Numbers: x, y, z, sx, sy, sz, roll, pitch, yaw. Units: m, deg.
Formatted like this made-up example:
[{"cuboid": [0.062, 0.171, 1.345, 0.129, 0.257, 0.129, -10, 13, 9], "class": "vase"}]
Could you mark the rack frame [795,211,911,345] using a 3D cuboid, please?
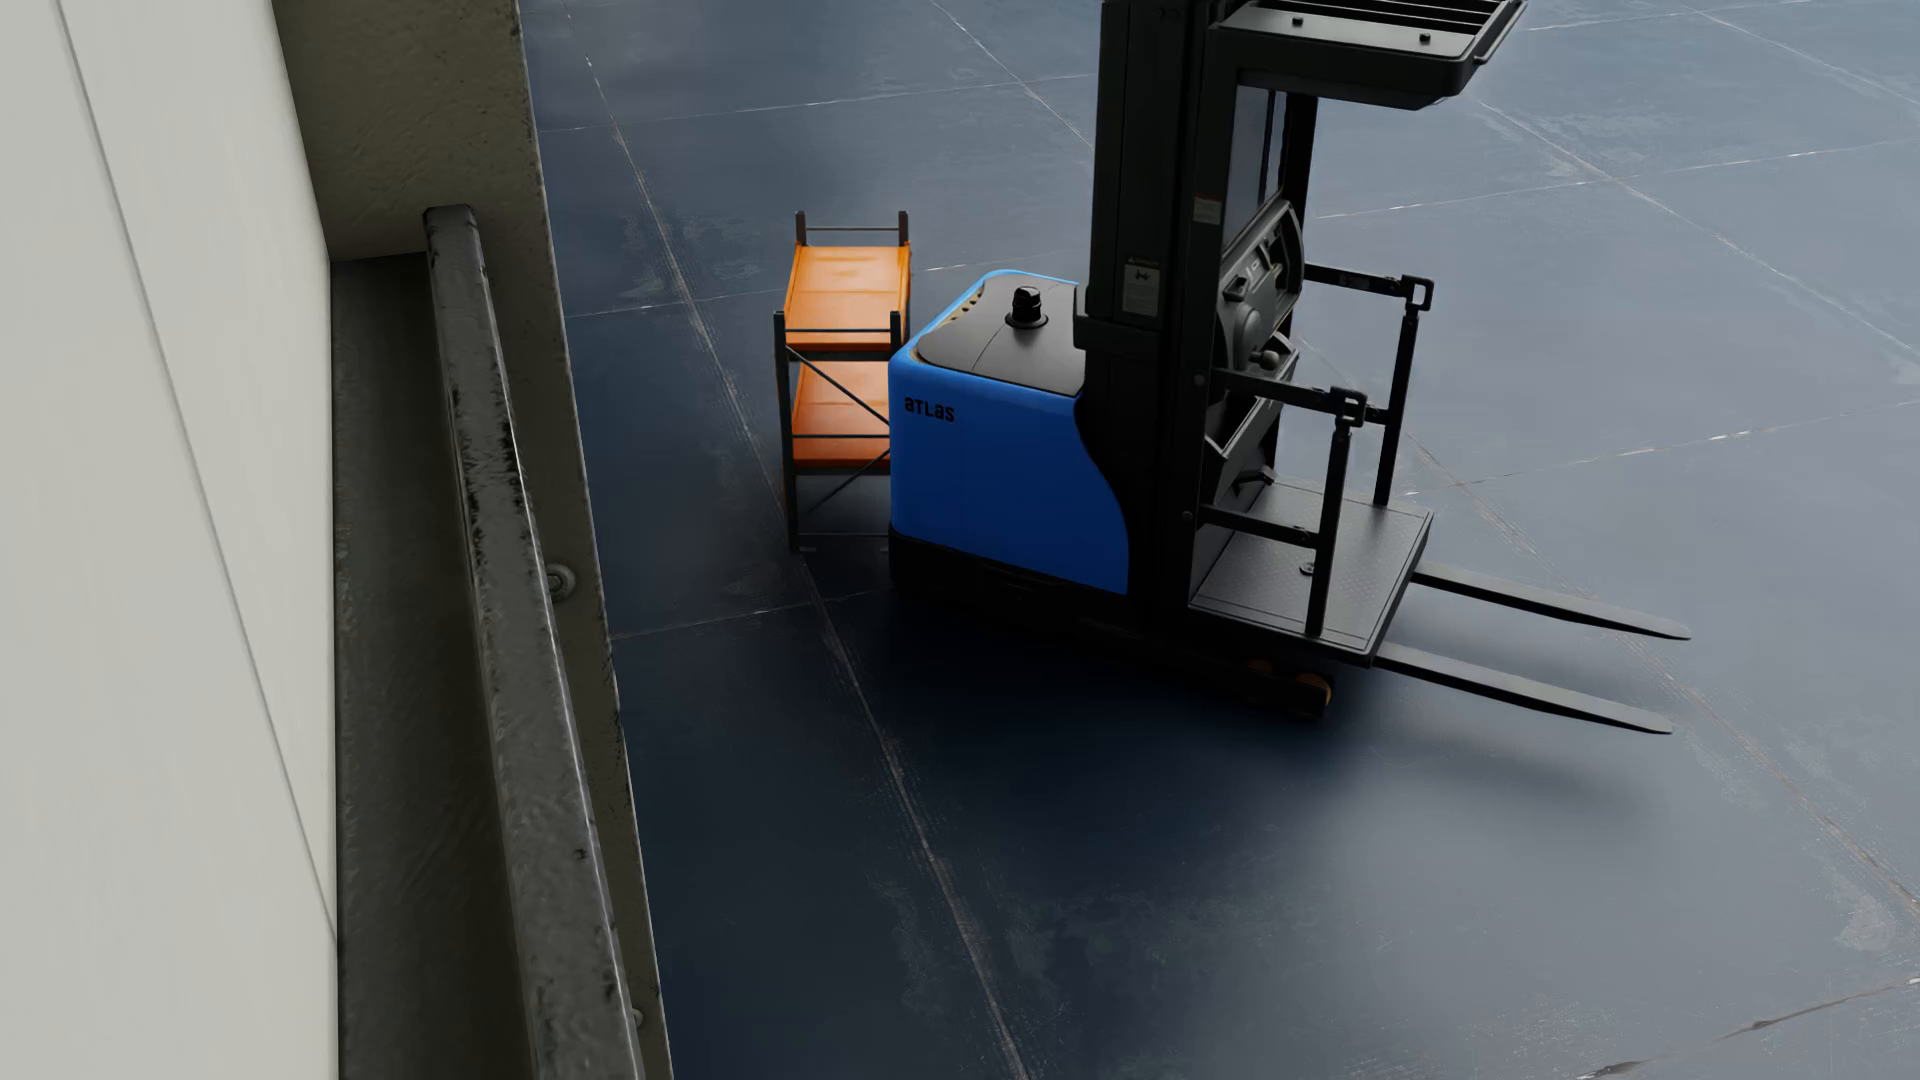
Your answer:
[{"cuboid": [-0.480, -0.984, 7.682, 0.500, 1.125, 0.032, 0, 33, 0], "class": "rack frame"}]

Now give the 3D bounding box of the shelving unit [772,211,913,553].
[{"cuboid": [-0.481, -0.704, 7.258, 0.538, 1.125, 1.048, 0, 33, 0], "class": "shelving unit"}]

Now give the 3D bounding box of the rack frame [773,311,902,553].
[{"cuboid": [-0.482, -0.424, 6.834, 0.500, 1.125, 0.032, 0, 33, 0], "class": "rack frame"}]

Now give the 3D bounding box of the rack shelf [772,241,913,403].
[{"cuboid": [-0.481, -0.948, 7.096, 0.538, 0.278, 1.000, 0, 33, 0], "class": "rack shelf"}]

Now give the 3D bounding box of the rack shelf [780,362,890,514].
[{"cuboid": [-0.481, -0.500, 7.393, 0.538, 0.278, 1.000, 0, 33, 0], "class": "rack shelf"}]

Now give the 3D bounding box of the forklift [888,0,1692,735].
[{"cuboid": [1.263, -0.894, 5.907, 3.031, 2.935, 1.130, 15, 36, 21], "class": "forklift"}]
